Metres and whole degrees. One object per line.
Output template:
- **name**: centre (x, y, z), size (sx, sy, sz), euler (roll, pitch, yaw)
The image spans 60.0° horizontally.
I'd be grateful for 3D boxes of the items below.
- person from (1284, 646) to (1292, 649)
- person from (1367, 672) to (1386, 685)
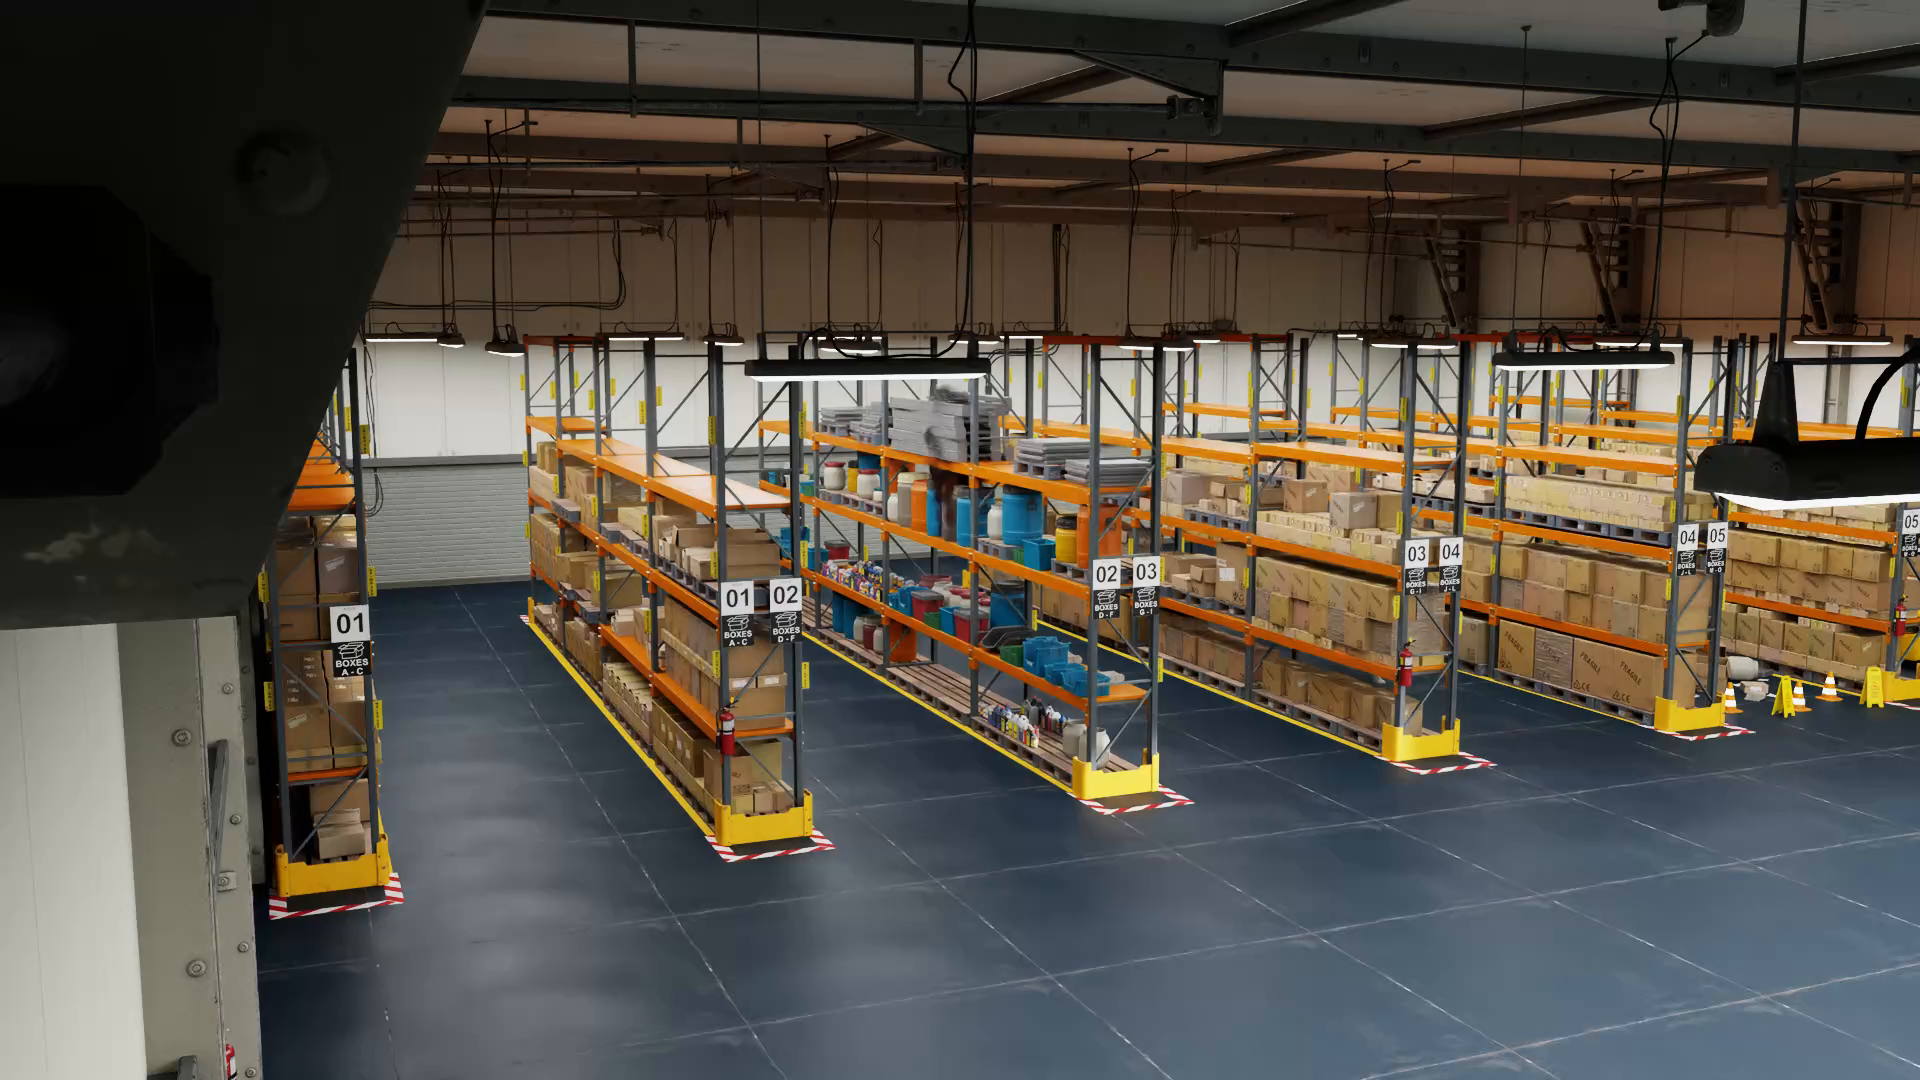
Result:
- **person**: centre (6.388, 1.272, 32.073), size (0.574, 1.639, 0.584), euler (-3, 8, -24)
- **person**: centre (7.251, 1.614, 29.075), size (0.675, 1.757, 0.656), euler (-4, 9, -29)
